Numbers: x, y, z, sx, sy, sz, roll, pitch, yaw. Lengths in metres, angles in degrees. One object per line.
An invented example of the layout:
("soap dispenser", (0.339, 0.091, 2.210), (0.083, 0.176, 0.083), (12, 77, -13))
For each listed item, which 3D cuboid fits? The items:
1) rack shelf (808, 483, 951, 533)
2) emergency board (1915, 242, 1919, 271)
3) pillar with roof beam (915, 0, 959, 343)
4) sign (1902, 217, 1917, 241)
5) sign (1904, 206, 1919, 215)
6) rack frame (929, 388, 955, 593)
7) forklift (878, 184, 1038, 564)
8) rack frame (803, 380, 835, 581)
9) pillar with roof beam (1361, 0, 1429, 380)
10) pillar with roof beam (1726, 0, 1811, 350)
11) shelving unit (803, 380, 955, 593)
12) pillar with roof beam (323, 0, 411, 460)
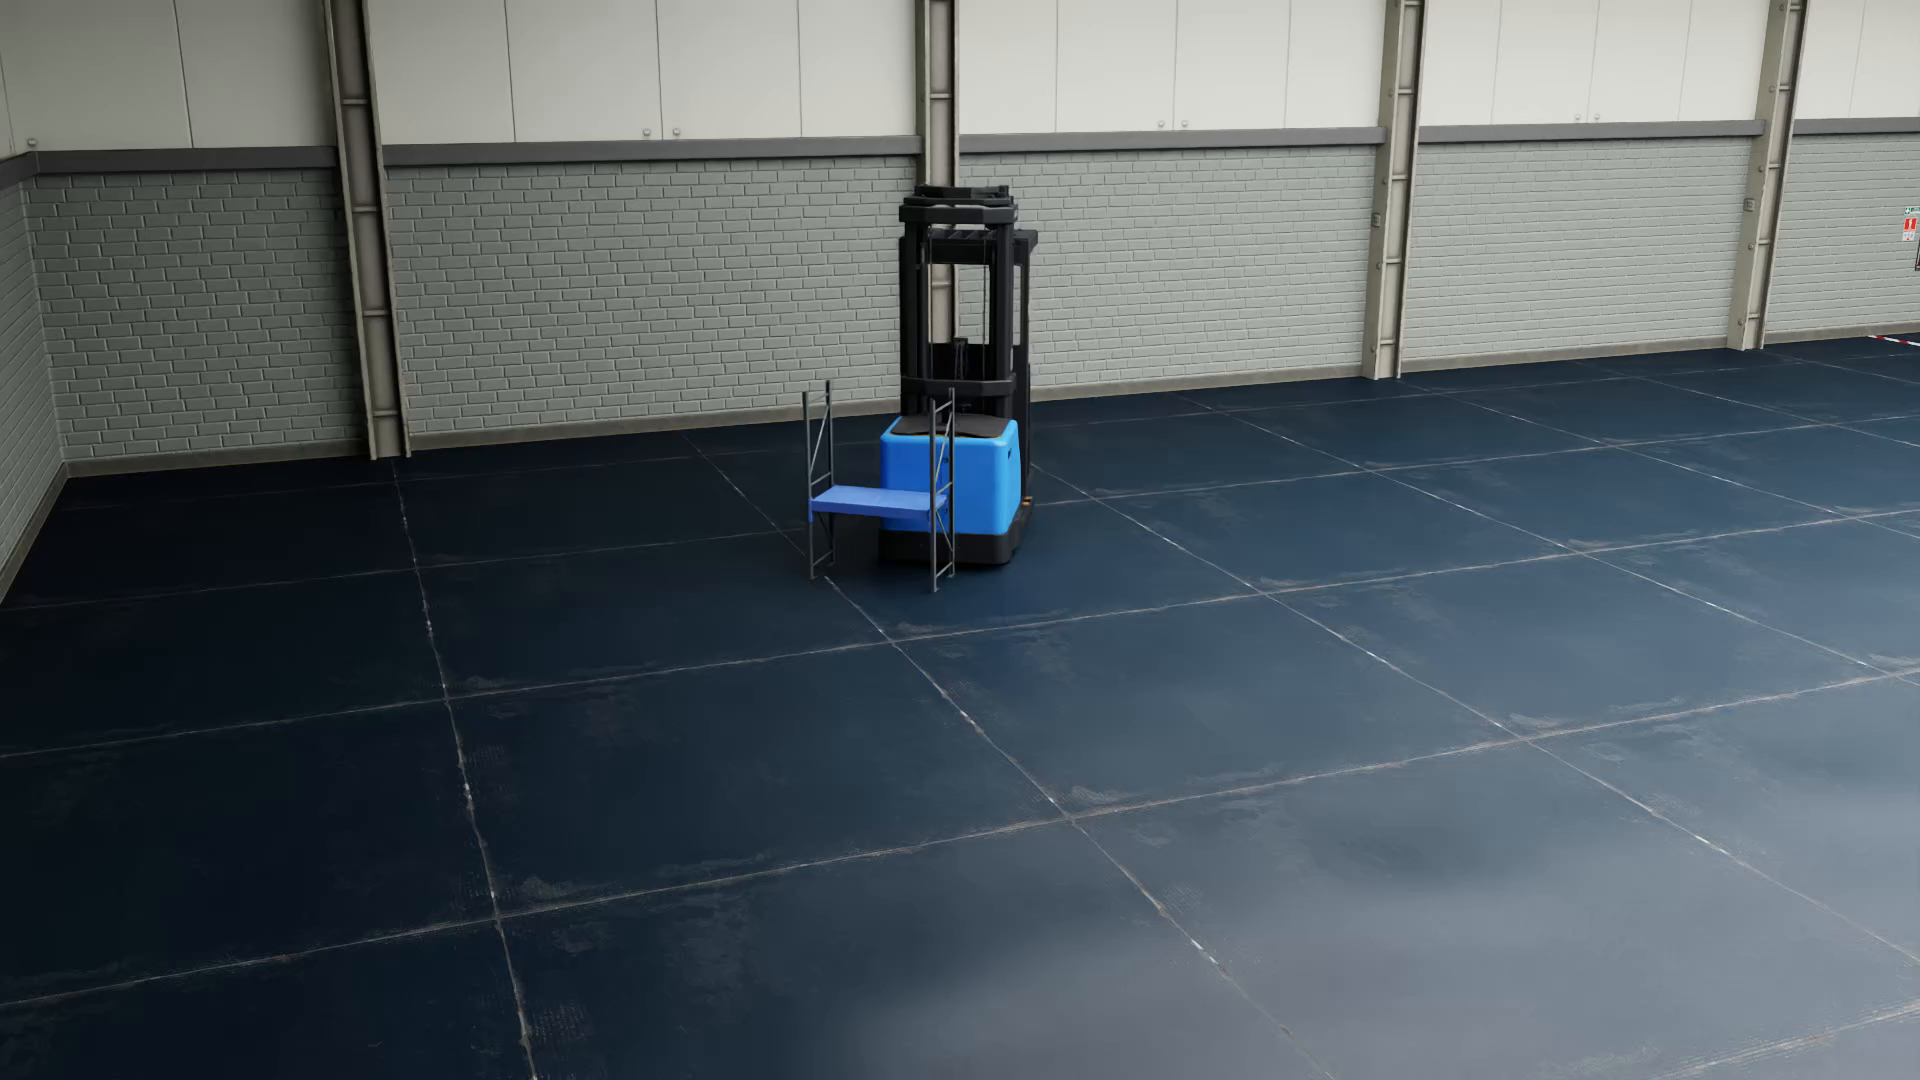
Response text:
("rack shelf", (-0.618, -0.253, 12.936), (1.000, 0.185, 0.538), (5, 17, 17))
("emergency board", (14.226, -4.496, 24.085), (0.626, 1.169, 0.157), (-6, 17, -20))
("pillar with roof beam", (1.294, -4.662, 14.003), (0.400, 9.000, 9.100), (-6, 17, -20))
("sign", (13.687, -4.481, 23.969), (0.234, 0.329, 0.001), (-6, 17, -20))
("sign", (13.695, -4.733, 23.888), (0.331, 0.109, 0.001), (-6, 17, -20))
("rack frame", (-0.135, -0.382, 12.734), (0.032, 1.500, 0.500), (5, 17, 17))
("forklift", (0.072, -1.586, 14.295), (1.130, 2.935, 3.031), (2, 17, 8))
("rack frame", (-1.102, -0.470, 13.034), (0.032, 1.500, 0.500), (5, 17, 17))
("pillar with roof beam", (6.897, -5.267, 16.063), (0.400, 9.000, 9.100), (-6, 17, -20))
("pillar with roof beam", (12.500, -5.872, 18.123), (0.400, 9.000, 9.100), (-6, 17, -20))
("shelving unit", (-0.618, -0.426, 12.884), (1.048, 1.500, 0.538), (5, 17, 17))
("pillar with roof beam", (-4.309, -4.057, 11.944), (0.400, 9.000, 9.100), (-6, 17, -20))
